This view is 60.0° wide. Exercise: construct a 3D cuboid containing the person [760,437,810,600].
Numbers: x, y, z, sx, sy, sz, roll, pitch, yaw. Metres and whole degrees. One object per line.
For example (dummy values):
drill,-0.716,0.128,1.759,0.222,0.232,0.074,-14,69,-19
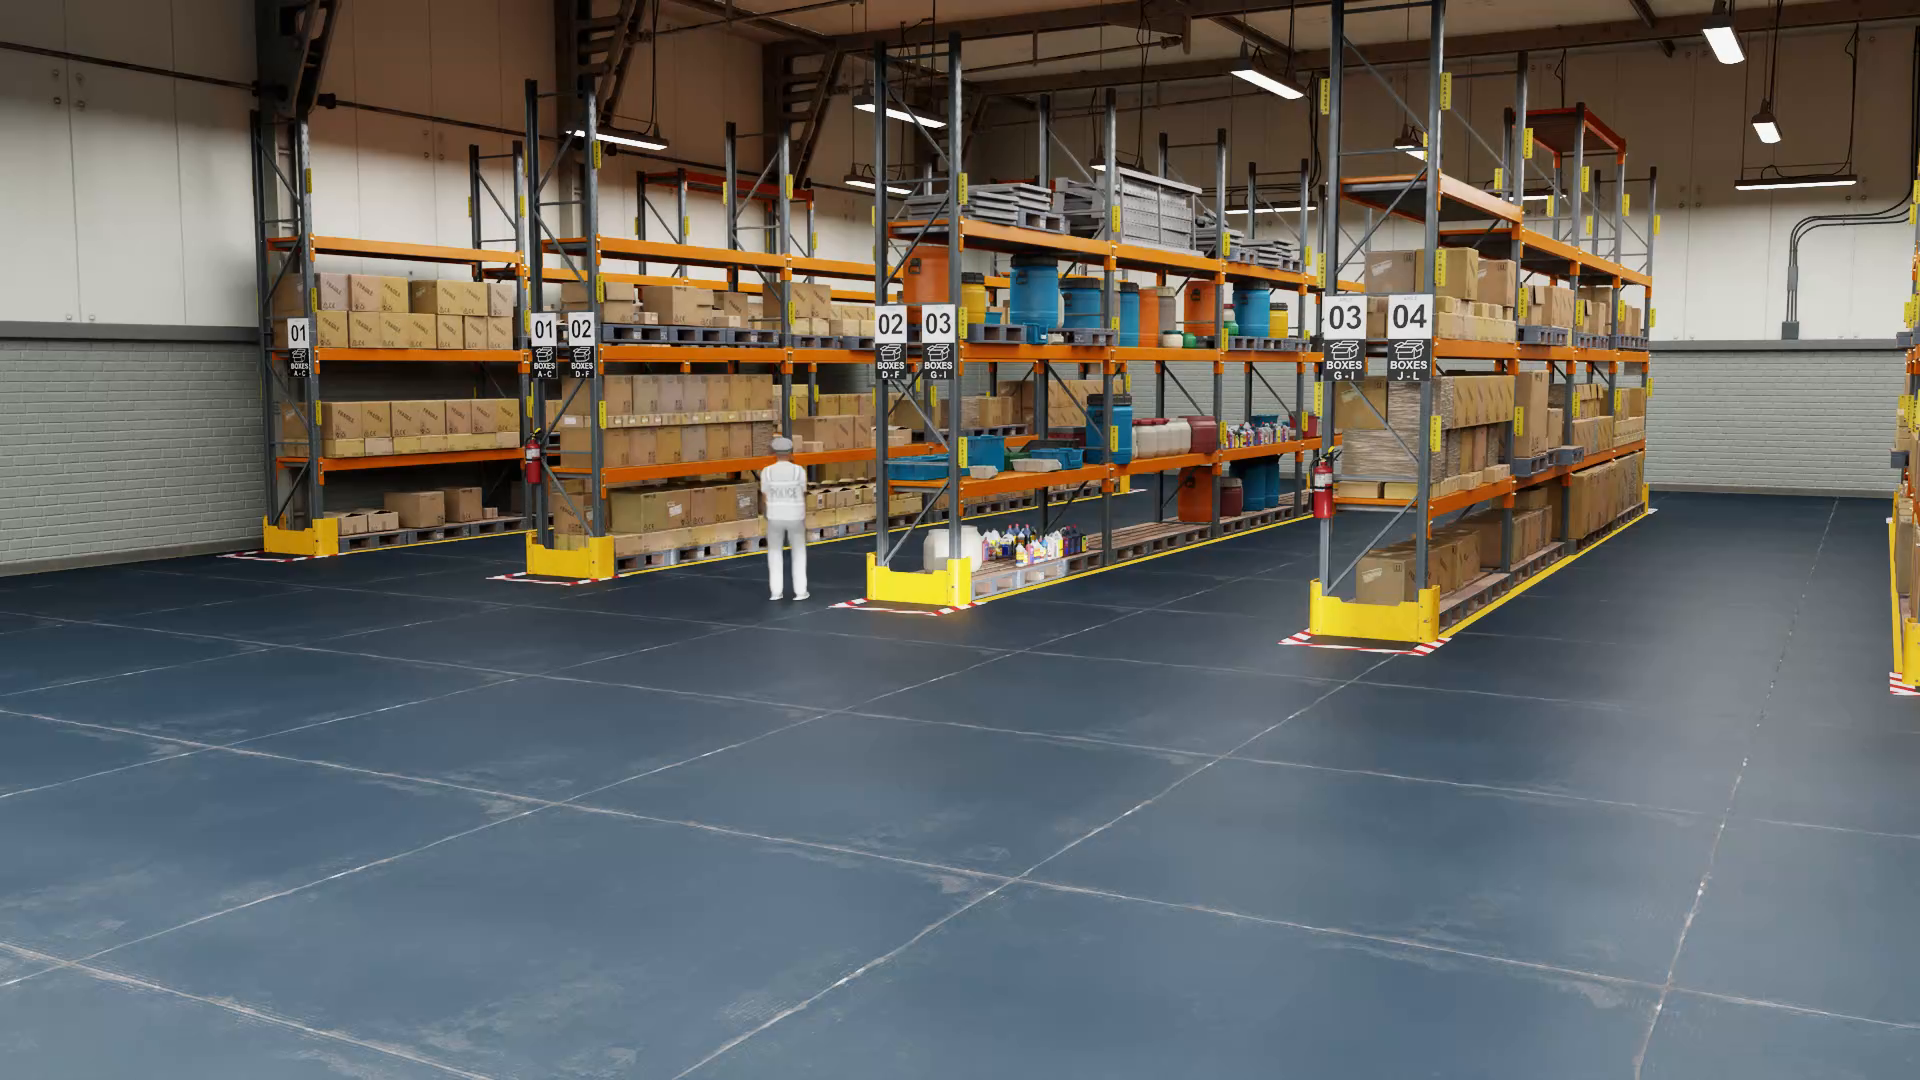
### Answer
person,-1.924,-0.238,18.256,0.529,1.778,0.552,-1,6,-6
